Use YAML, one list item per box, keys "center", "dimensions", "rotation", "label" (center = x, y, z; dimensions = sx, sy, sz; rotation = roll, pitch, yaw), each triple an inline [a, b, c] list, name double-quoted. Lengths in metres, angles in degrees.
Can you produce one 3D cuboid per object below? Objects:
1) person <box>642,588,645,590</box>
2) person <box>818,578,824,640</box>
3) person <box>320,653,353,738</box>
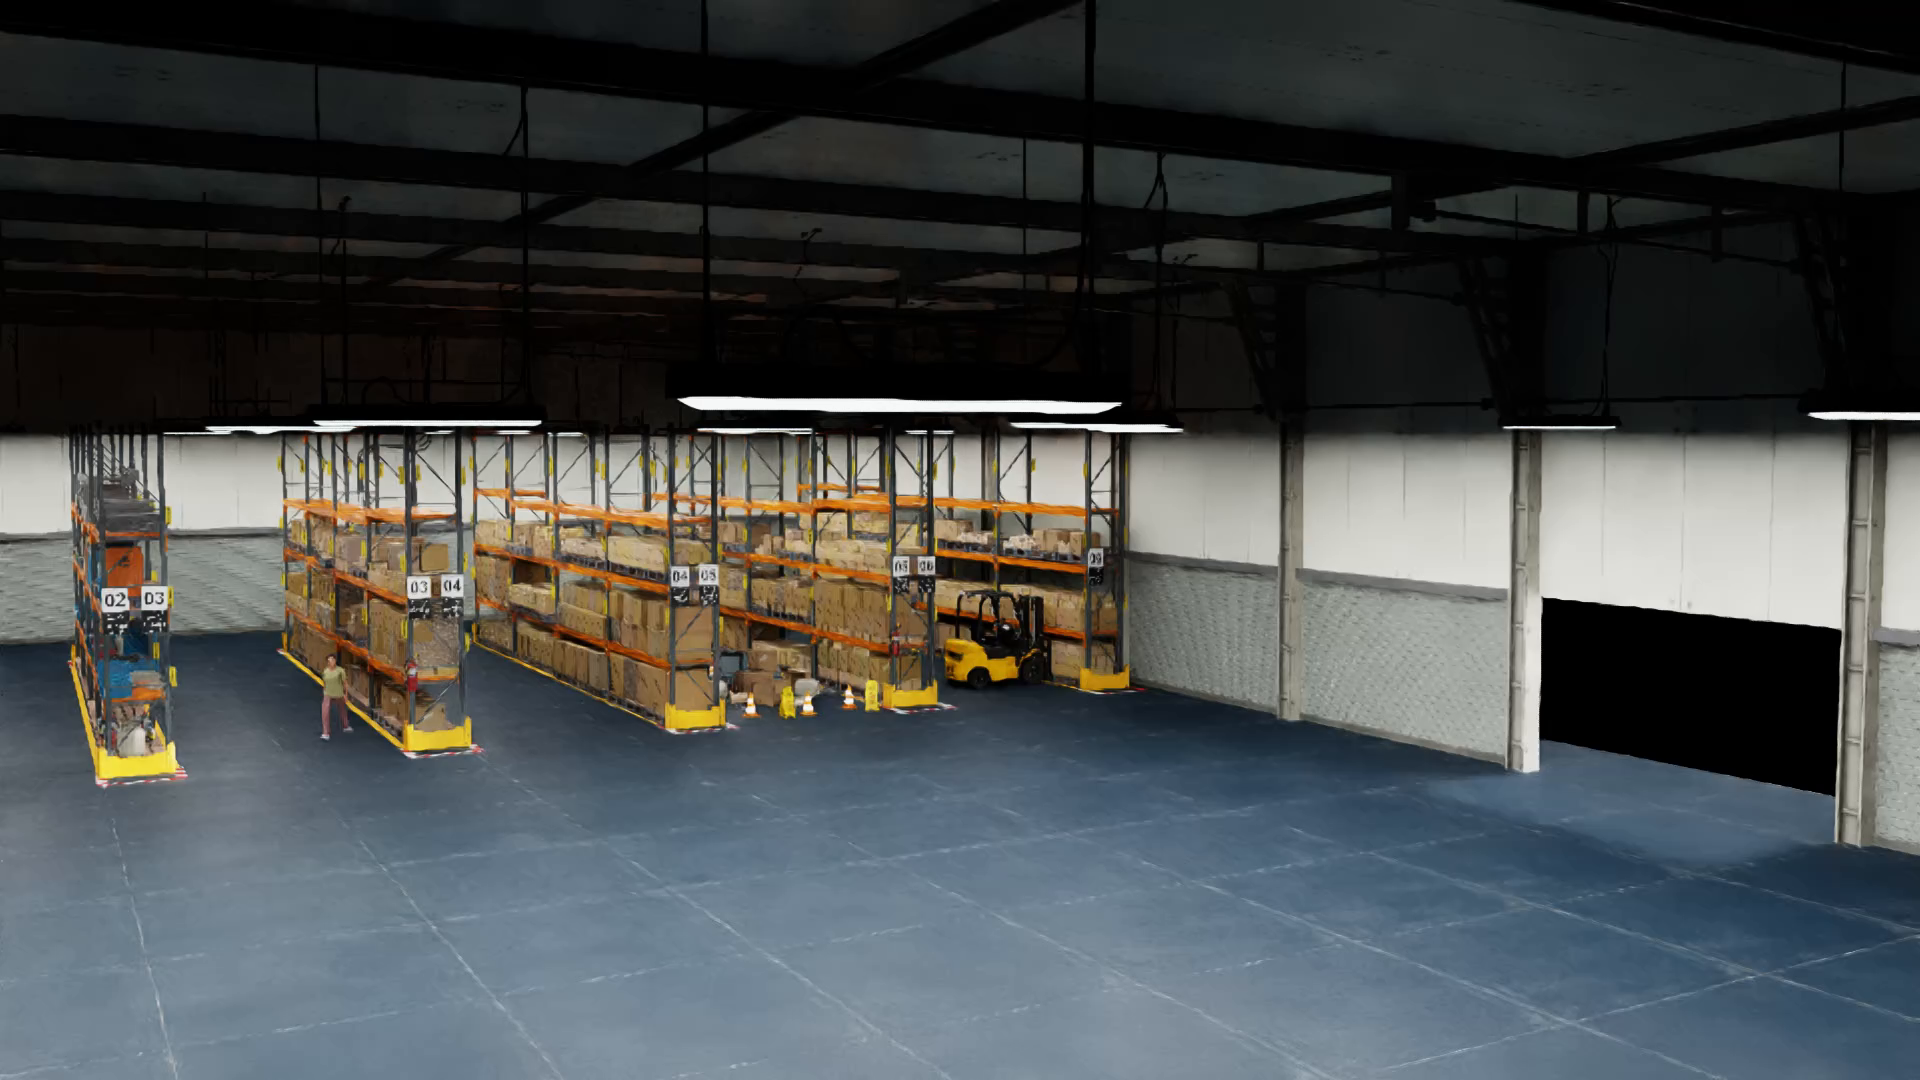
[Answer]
- center: [-8.691, 2.014, 45.897]
  dimensions: [0.587, 1.712, 0.685]
  rotation: [-1, 4, -17]
  label: "person"
- center: [-3.867, 1.942, 46.704]
  dimensions: [0.591, 1.763, 0.685]
  rotation: [-1, 4, -9]
  label: "person"
- center: [-11.939, 2.951, 31.795]
  dimensions: [0.492, 1.609, 0.953]
  rotation: [-1, 4, -9]
  label: "person"
